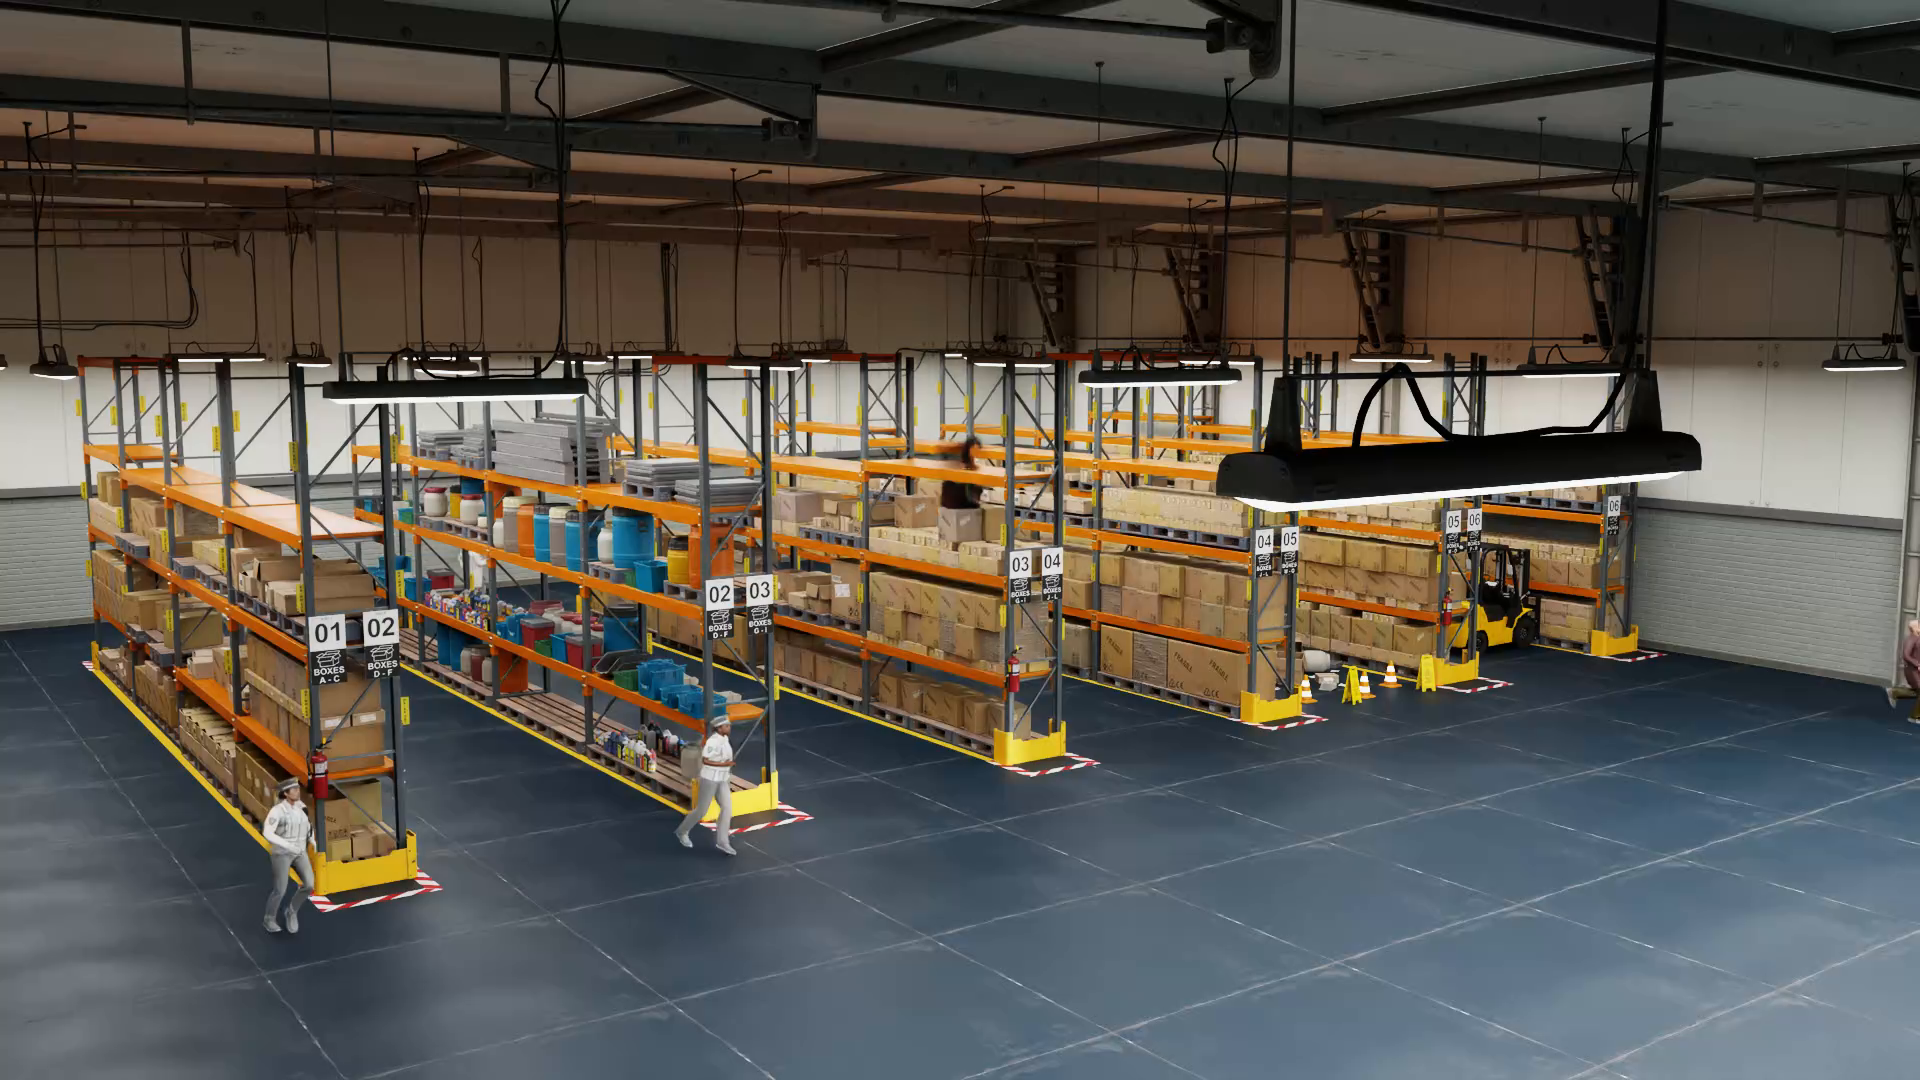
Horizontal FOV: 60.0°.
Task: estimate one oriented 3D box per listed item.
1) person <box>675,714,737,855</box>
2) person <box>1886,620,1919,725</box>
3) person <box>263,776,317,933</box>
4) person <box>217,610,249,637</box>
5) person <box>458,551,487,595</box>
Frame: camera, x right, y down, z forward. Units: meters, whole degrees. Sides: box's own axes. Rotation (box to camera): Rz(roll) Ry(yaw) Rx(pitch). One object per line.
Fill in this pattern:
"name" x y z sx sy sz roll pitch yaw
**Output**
"person" -3.048 3.000 20.699 0.861 1.682 0.615 3 8 26
"person" 15.692 2.168 27.436 0.717 1.723 0.730 5 9 36
"person" -7.129 3.356 17.798 0.571 1.664 0.685 4 8 31
"person" -14.452 1.493 32.934 0.555 1.727 0.710 4 8 31
"person" -11.024 0.849 37.790 0.910 1.819 0.690 -4 8 -30
